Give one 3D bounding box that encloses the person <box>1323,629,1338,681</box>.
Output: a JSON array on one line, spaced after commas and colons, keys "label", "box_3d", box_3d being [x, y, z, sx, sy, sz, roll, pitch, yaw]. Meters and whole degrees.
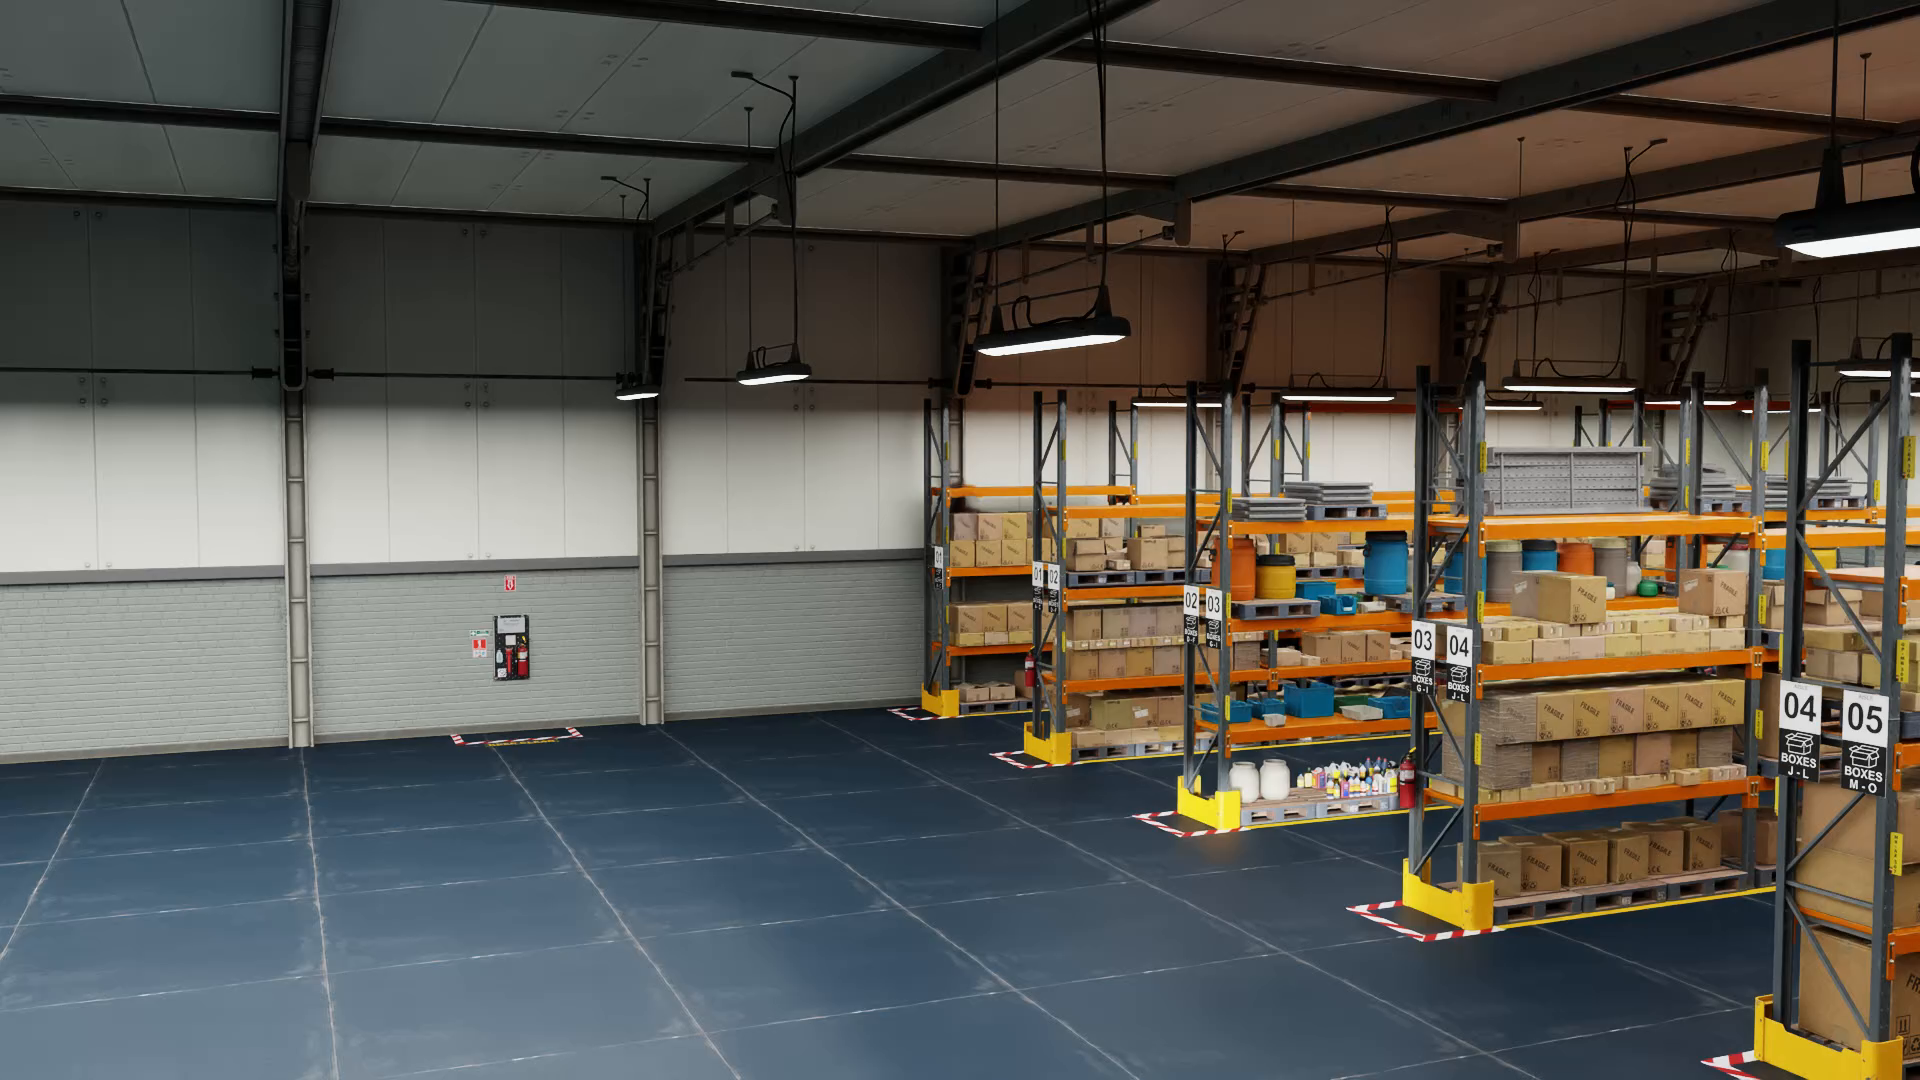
[{"label": "person", "box_3d": [6.950, 2.499, 31.763, 1.048, 1.590, 0.560, -1, 3, -12]}]
